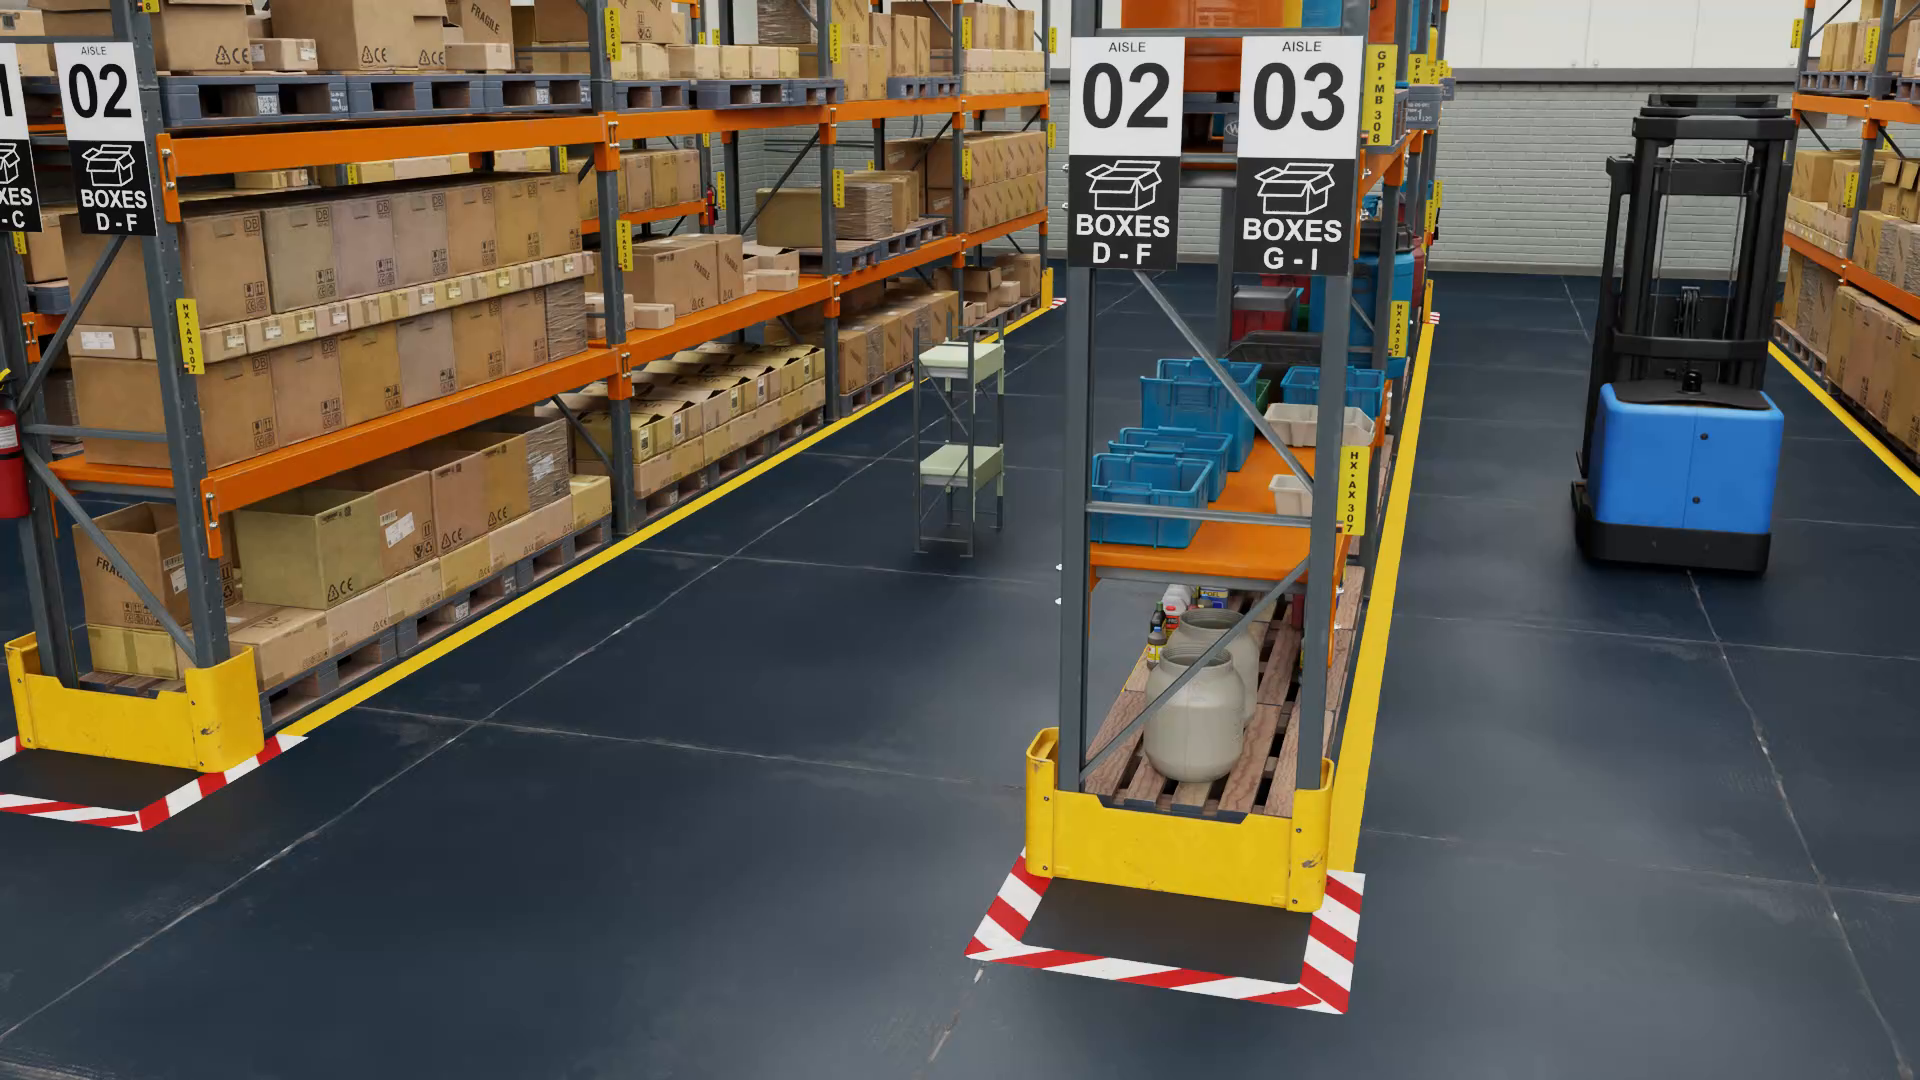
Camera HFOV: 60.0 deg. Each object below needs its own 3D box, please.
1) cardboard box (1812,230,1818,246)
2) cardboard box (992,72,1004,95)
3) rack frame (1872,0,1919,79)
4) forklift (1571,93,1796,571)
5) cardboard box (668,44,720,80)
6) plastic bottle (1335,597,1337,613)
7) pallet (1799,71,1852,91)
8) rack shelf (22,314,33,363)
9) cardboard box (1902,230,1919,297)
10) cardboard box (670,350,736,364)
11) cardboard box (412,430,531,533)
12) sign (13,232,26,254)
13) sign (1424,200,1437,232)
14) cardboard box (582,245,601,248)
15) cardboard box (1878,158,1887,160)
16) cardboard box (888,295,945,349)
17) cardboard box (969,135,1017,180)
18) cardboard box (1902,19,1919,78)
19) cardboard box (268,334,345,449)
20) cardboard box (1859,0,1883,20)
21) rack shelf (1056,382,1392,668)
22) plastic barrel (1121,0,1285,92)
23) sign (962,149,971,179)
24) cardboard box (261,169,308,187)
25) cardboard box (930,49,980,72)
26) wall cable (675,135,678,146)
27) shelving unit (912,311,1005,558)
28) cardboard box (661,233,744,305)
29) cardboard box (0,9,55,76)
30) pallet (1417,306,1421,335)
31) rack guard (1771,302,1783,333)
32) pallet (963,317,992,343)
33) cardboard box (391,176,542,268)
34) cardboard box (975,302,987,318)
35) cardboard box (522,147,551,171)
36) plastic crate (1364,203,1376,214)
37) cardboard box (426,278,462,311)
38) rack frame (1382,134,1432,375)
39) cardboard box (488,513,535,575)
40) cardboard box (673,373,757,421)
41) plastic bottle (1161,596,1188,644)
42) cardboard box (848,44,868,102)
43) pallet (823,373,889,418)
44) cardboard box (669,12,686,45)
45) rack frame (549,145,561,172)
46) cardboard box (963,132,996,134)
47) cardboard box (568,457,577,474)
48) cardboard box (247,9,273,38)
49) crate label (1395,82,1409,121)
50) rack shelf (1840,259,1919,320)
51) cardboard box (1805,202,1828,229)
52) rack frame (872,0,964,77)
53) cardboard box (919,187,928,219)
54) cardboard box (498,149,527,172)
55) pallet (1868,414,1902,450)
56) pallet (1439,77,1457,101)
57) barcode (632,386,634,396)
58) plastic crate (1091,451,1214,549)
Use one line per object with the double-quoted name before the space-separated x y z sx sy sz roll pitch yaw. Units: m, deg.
"cardboard box" 9.175 -3.163 17.446 0.380 0.149 0.250 4 16 15
"cardboard box" 0.206 -5.352 19.480 0.500 0.250 0.500 5 16 16
"rack frame" 9.038 -5.729 15.037 1.000 3.000 0.127 5 16 16
"forklift" 4.977 -1.574 11.508 1.130 2.935 3.031 5 17 16
"cardboard box" -2.131 -3.588 12.489 0.500 0.250 0.500 3 16 11
"plastic bottle" 1.962 0.254 8.984 0.144 0.351 0.185 5 16 16
"pallet" 9.974 -5.095 18.461 1.003 0.211 1.213 5 16 16
"rack shelf" -8.051 -1.033 10.792 1.077 0.370 4.000 5 16 16
"cardboard box" 8.095 -2.259 13.613 0.500 0.500 0.500 4 16 14
"cardboard box" -2.167 -1.462 14.229 0.500 0.311 0.500 4 16 14
"cardboard box" -2.947 -0.360 9.996 0.500 0.500 0.500 5 16 16
"sign" -6.961 -2.279 12.280 0.100 0.325 0.005 5 16 16
"sign" 4.816 -3.317 17.020 0.100 0.325 0.005 5 16 16
"cardboard box" -4.836 -3.745 21.658 0.380 0.149 0.250 5 17 16
"cardboard box" 9.710 -3.645 17.038 0.500 0.500 0.500 4 16 14
"cardboard box" -0.473 -2.341 17.861 0.500 0.500 0.500 5 16 16
"cardboard box" 0.383 -4.647 20.201 0.500 0.500 0.500 5 17 18
"cardboard box" 8.882 -4.384 14.837 0.700 0.500 0.500 5 17 17
"cardboard box" -3.580 -0.780 8.398 0.700 0.500 0.500 5 17 17
"cardboard box" 9.591 -5.464 17.088 0.500 0.250 0.500 4 16 14
"rack shelf" 1.447 -0.265 8.084 1.077 0.370 4.000 5 16 16
"plastic barrel" 0.895 -2.076 6.099 0.600 0.830 0.708 5 16 16
"sign" 0.074 -4.127 18.261 0.100 0.325 0.005 5 16 16
"cardboard box" -6.416 -3.428 15.740 0.380 0.149 0.250 2 16 9
"cardboard box" -0.083 -5.331 18.491 0.500 0.250 0.500 5 16 16
"wall cable" -4.616 -5.939 24.909 0.084 1.984 1.851 5 16 16
"shelving unit" -0.002 -0.720 11.119 0.431 1.500 0.755 5 16 16
"cardboard box" -2.057 -2.173 13.312 0.500 0.500 0.500 4 16 13
"cardboard box" -7.251 -3.732 12.541 0.500 0.500 0.500 7 17 24
"pallet" 5.154 -2.719 20.529 1.003 0.211 1.213 5 16 16
"rack guard" 10.181 -2.693 19.908 1.175 0.500 0.348 5 16 16
"pallet" -0.263 -2.450 19.581 1.003 0.211 1.213 5 16 16
"cardboard box" -2.995 -1.942 10.120 0.700 0.500 0.500 5 16 16
"cardboard box" 0.104 -2.781 20.022 0.380 0.166 0.250 5 16 16
"cardboard box" -5.097 -4.415 19.258 0.500 0.250 0.500 5 17 17
"plastic crate" 4.666 -3.838 19.561 0.416 0.233 0.300 5 16 16
"cardboard box" -3.039 -1.390 9.360 0.380 0.149 0.250 5 17 18
"rack frame" 4.289 -3.227 17.209 1.000 3.000 0.127 5 16 16
"cardboard box" -2.934 0.002 10.095 0.500 0.250 0.500 5 16 16
"cardboard box" -1.941 -1.159 13.161 0.500 0.311 0.500 5 17 17
"plastic bottle" 1.078 0.433 8.491 0.152 0.276 0.135 5 17 16
"cardboard box" -1.359 -4.307 15.337 0.910 0.500 0.500 5 16 16
"pallet" -1.347 -1.416 15.936 1.003 0.211 1.213 5 16 16
"cardboard box" -4.019 -6.811 22.296 0.500 0.500 0.500 5 16 16
"rack frame" -5.210 -3.995 19.918 1.000 3.000 0.127 5 16 16
"cardboard box" 0.157 -4.955 21.285 0.500 0.500 0.500 5 17 16
"cardboard box" -2.893 -0.529 11.968 0.500 0.250 0.500 4 16 15
"cardboard box" -3.637 -2.609 8.672 0.500 0.311 0.500 7 17 22
"crate label" 1.727 -1.923 7.388 0.502 0.251 0.408 5 16 16
"rack shelf" 8.469 -1.974 14.109 1.077 0.370 4.000 5 16 16
"cardboard box" 9.348 -3.451 17.729 0.500 0.250 0.500 4 16 15
"rack frame" -0.459 -6.498 17.749 1.000 3.000 0.127 5 16 16
"cardboard box" -0.563 -3.811 19.085 0.500 0.500 0.500 5 17 17
"cardboard box" -5.252 -4.282 18.789 0.500 0.250 0.500 5 17 17
"pallet" 8.546 -0.973 14.375 1.003 0.211 1.213 5 16 16
"pallet" 4.160 -4.367 16.076 1.213 0.211 1.003 5 16 16
"barcode" -2.261 -1.025 11.460 0.001 0.075 0.075 5 16 16
"plastic crate" 0.734 -0.170 6.705 0.499 0.251 0.616 5 16 16
